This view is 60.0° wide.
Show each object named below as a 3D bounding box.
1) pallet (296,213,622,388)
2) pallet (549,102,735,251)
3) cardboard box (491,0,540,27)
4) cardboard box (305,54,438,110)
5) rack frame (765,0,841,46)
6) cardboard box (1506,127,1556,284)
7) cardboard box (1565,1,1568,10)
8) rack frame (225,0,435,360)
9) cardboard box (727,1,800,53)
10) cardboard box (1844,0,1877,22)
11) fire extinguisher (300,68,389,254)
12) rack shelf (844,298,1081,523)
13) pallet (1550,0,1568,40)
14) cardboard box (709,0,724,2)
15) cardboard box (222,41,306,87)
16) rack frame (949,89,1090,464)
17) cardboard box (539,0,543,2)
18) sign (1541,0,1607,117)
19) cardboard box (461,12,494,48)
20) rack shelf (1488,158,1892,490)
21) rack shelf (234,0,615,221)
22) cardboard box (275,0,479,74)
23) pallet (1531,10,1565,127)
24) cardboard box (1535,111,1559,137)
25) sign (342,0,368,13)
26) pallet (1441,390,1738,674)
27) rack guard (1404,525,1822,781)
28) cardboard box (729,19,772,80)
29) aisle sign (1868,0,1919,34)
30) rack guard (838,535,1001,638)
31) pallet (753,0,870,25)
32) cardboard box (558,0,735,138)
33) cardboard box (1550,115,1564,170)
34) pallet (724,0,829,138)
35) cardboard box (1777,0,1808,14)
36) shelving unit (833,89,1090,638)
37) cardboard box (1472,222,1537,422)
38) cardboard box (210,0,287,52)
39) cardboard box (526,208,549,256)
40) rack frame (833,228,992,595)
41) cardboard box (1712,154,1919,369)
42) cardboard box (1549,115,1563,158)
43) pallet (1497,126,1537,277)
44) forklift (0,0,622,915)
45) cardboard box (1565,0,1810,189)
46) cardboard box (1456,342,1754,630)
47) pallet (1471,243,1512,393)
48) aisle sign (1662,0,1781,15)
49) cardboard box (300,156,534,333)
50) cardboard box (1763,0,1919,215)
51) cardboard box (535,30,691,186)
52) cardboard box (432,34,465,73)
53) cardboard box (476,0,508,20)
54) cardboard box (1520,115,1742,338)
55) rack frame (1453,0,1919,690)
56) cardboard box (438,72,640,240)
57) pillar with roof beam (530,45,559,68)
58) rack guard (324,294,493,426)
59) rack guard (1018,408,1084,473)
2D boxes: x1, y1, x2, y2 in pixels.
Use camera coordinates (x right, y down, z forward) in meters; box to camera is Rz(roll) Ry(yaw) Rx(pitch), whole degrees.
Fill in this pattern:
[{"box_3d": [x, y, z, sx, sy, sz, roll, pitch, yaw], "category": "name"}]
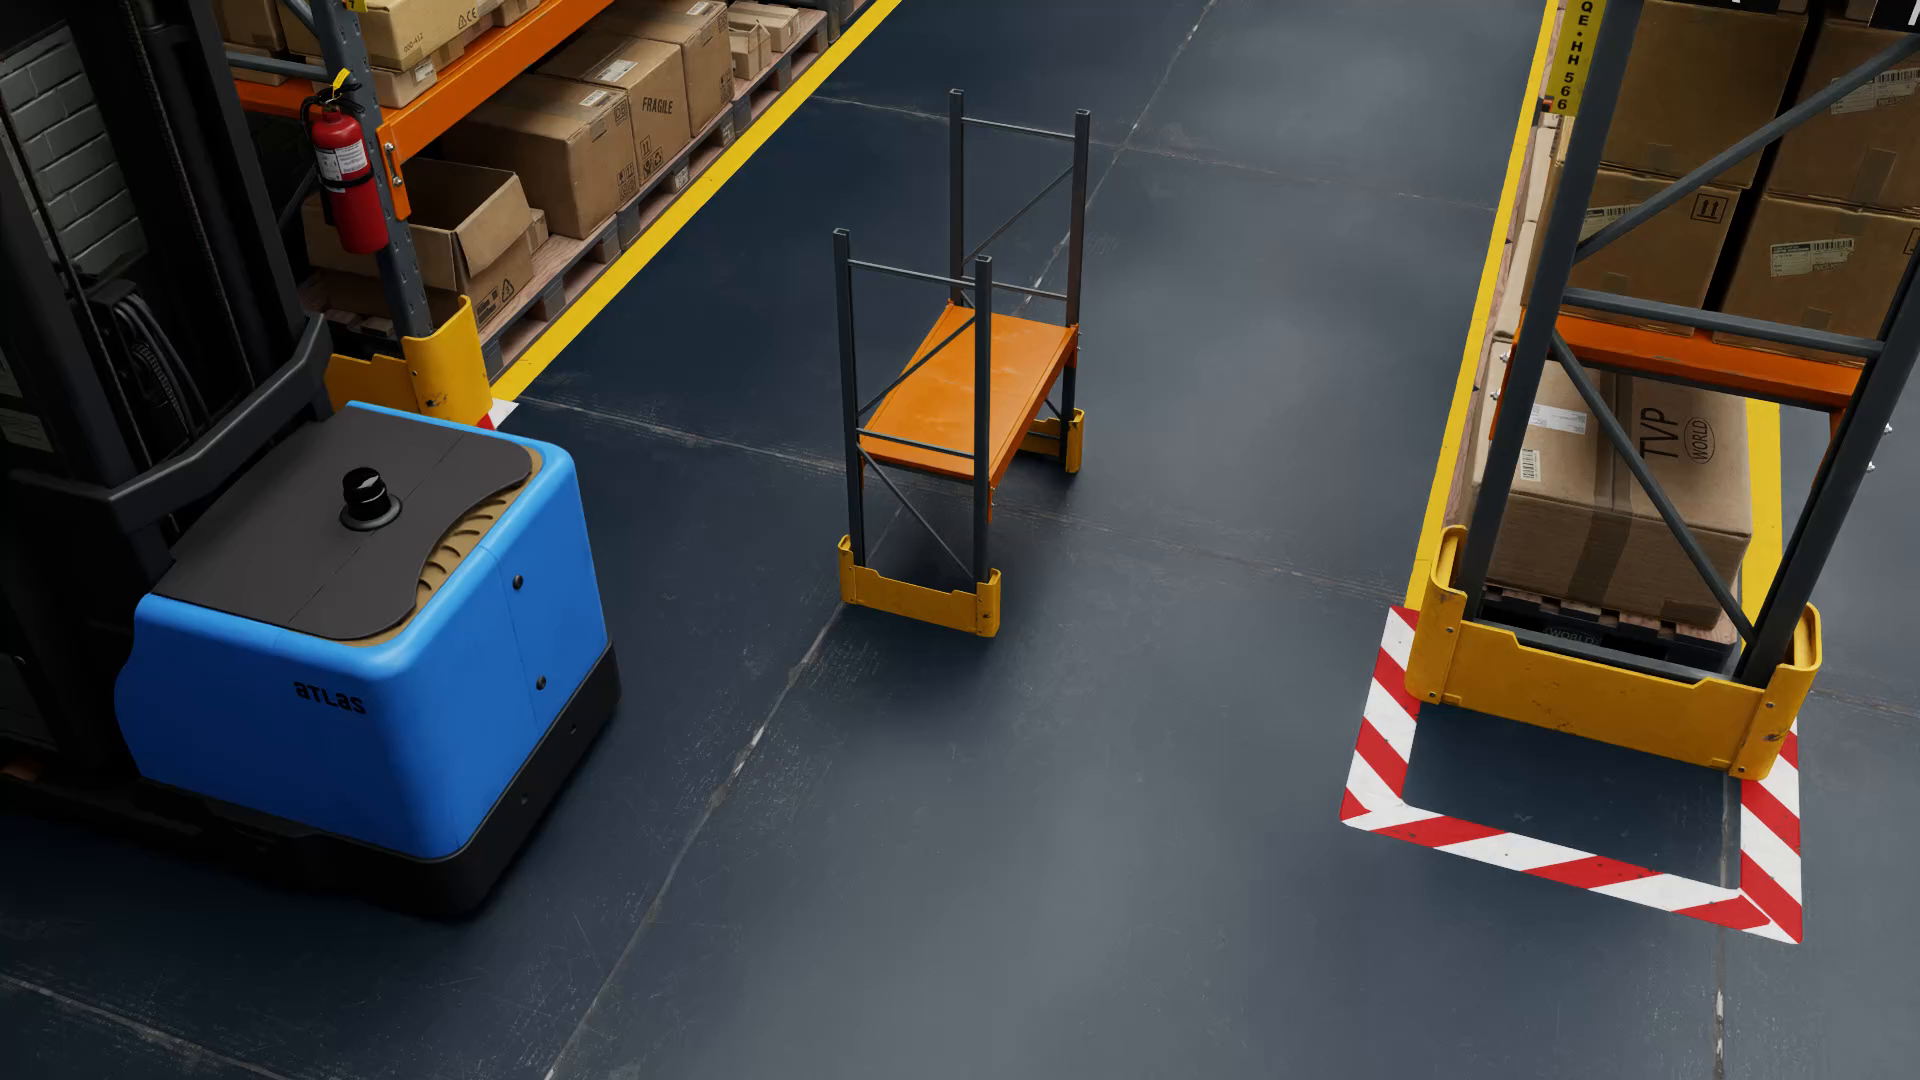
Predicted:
[{"box_3d": [-2.257, -1.175, 7.464, 1.003, 0.211, 1.213, 13, 42, 15], "category": "pallet"}, {"box_3d": [-1.838, -1.916, 8.334, 1.003, 0.211, 1.213, 13, 42, 15], "category": "pallet"}, {"box_3d": [-1.940, -2.221, 6.736, 0.380, 0.149, 0.250, 15, 43, 16], "category": "cardboard box"}, {"box_3d": [-2.184, -1.747, 6.180, 0.380, 0.149, 0.250, 13, 42, 15], "category": "cardboard box"}, {"box_3d": [-1.187, -4.143, 8.794, 1.000, 3.000, 0.127, 13, 42, 15], "category": "rack frame"}, {"box_3d": [2.858, -1.323, 7.140, 0.875, 0.438, 0.875, 12, 42, 14], "category": "cardboard box"}, {"box_3d": [3.917, -3.343, 9.171, 0.875, 0.875, 0.875, 14, 43, 16], "category": "cardboard box"}, {"box_3d": [-2.555, -1.703, 5.935, 1.000, 3.000, 0.127, 13, 42, 15], "category": "rack frame"}, {"box_3d": [-1.101, -2.813, 9.109, 0.380, 0.149, 0.250, 12, 42, 14], "category": "cardboard box"}, {"box_3d": [2.493, -1.424, 4.260, 0.380, 0.149, 0.250, 14, 42, 16], "category": "cardboard box"}, {"box_3d": [-2.171, -1.339, 5.856, 0.296, 0.674, 0.183, 13, 42, 15], "category": "fire extinguisher"}, {"box_3d": [0.029, -0.486, 5.941, 0.538, 0.185, 1.000, 13, 42, 15], "category": "rack shelf"}, {"box_3d": [4.087, -3.216, 9.857, 1.003, 0.211, 1.213, 13, 42, 15], "category": "pallet"}, {"box_3d": [-1.635, -2.929, 9.120, 0.500, 0.311, 0.500, 15, 43, 17], "category": "cardboard box"}, {"box_3d": [-2.694, -1.869, 6.323, 0.380, 0.149, 0.250, 13, 42, 15], "category": "cardboard box"}, {"box_3d": [0.203, -0.933, 6.188, 0.500, 1.500, 0.032, 13, 42, 15], "category": "rack frame"}, {"box_3d": [-1.854, -2.384, 6.927, 0.380, 0.149, 0.250, 14, 42, 16], "category": "cardboard box"}, {"box_3d": [1.606, -1.263, 4.345, 0.100, 0.325, 0.005, 13, 42, 15], "category": "sign"}, {"box_3d": [-2.084, -2.080, 6.571, 0.380, 0.149, 0.250, 13, 42, 15], "category": "cardboard box"}, {"box_3d": [2.795, -1.550, 6.309, 1.077, 0.370, 4.000, 13, 42, 15], "category": "rack shelf"}, {"box_3d": [-1.871, -2.649, 7.598, 1.077, 0.370, 4.000, 13, 42, 15], "category": "rack shelf"}, {"box_3d": [-2.146, -1.976, 6.141, 0.500, 0.250, 0.500, 14, 42, 15], "category": "cardboard box"}, {"box_3d": [3.672, -2.470, 8.982, 1.003, 0.211, 1.213, 13, 42, 15], "category": "pallet"}, {"box_3d": [3.163, -1.869, 7.780, 0.875, 0.438, 0.875, 13, 42, 14], "category": "cardboard box"}, {"box_3d": [-2.045, -1.912, 5.513, 0.100, 0.325, 0.005, 13, 42, 15], "category": "sign"}, {"box_3d": [2.311, -0.048, 6.143, 1.003, 0.211, 1.213, 13, 42, 15], "category": "pallet"}, {"box_3d": [2.103, 0.362, 5.440, 1.175, 0.500, 0.348, 13, 42, 15], "category": "rack guard"}, {"box_3d": [-1.223, -2.639, 8.816, 0.396, 0.266, 0.258, 15, 43, 17], "category": "cardboard box"}, {"box_3d": [2.359, -1.484, 3.676, 0.394, 0.787, 0.004, 13, 42, 15], "category": "aisle sign"}, {"box_3d": [-0.144, 0.162, 5.867, 0.587, 0.250, 0.087, 13, 42, 15], "category": "rack guard"}, {"box_3d": [-0.944, -3.586, 10.291, 1.003, 0.211, 1.213, 13, 42, 15], "category": "pallet"}, {"box_3d": [-1.573, -2.410, 8.366, 0.700, 0.500, 0.500, 12, 42, 13], "category": "cardboard box"}, {"box_3d": [2.213, -1.297, 5.382, 0.500, 0.500, 0.500, 12, 42, 14], "category": "cardboard box"}, {"box_3d": [-1.423, -2.663, 9.209, 1.003, 0.211, 1.213, 13, 42, 15], "category": "pallet"}, {"box_3d": [2.046, -1.532, 4.387, 0.380, 0.149, 0.250, 14, 42, 16], "category": "cardboard box"}, {"box_3d": [0.026, -0.617, 5.818, 0.587, 1.500, 1.083, 13, 42, 15], "category": "shelving unit"}, {"box_3d": [2.548, -0.773, 6.496, 0.875, 0.438, 0.875, 14, 43, 16], "category": "cardboard box"}, {"box_3d": [-2.647, -2.098, 6.285, 0.500, 0.250, 0.500, 14, 43, 16], "category": "cardboard box"}, {"box_3d": [-2.075, -1.381, 7.430, 0.380, 0.149, 0.250, 12, 42, 13], "category": "cardboard box"}, {"box_3d": [-0.145, -0.313, 5.461, 0.500, 1.500, 0.032, 13, 42, 15], "category": "rack frame"}, {"box_3d": [2.545, -0.871, 4.882, 0.500, 0.500, 0.500, 13, 42, 15], "category": "cardboard box"}, {"box_3d": [2.380, -1.613, 5.753, 0.500, 0.500, 0.500, 14, 43, 16], "category": "cardboard box"}, {"box_3d": [3.145, -1.536, 7.888, 1.003, 0.211, 1.213, 13, 42, 15], "category": "pallet"}, {"box_3d": [-2.701, -0.584, 4.676, 3.031, 2.935, 1.130, 12, 42, 14], "category": "forklift"}, {"box_3d": [2.052, -1.369, 4.696, 0.500, 0.500, 0.500, 15, 43, 16], "category": "cardboard box"}, {"box_3d": [2.243, -0.213, 5.839, 0.875, 0.438, 0.875, 12, 42, 14], "category": "cardboard box"}, {"box_3d": [2.730, -0.789, 7.012, 1.003, 0.211, 1.213, 13, 42, 15], "category": "pallet"}, {"box_3d": [1.795, -1.617, 3.832, 0.394, 0.787, 0.004, 13, 42, 15], "category": "aisle sign"}, {"box_3d": [-2.257, -1.265, 7.021, 0.797, 0.503, 0.637, 12, 42, 13], "category": "cardboard box"}, {"box_3d": [2.543, -1.251, 4.558, 0.500, 0.500, 0.500, 12, 42, 14], "category": "cardboard box"}, {"box_3d": [-1.653, -2.077, 7.975, 0.500, 0.500, 0.500, 14, 42, 16], "category": "cardboard box"}, {"box_3d": [-2.141, -1.912, 6.374, 0.380, 0.149, 0.250, 14, 43, 16], "category": "cardboard box"}, {"box_3d": [-1.974, -2.283, 6.502, 0.500, 0.250, 0.500, 14, 42, 16], "category": "cardboard box"}, {"box_3d": [2.027, -0.994, 5.027, 0.500, 0.500, 0.500, 14, 42, 15], "category": "cardboard box"}, {"box_3d": [2.111, -0.603, 4.646, 1.000, 3.000, 0.127, 13, 42, 15], "category": "rack frame"}, {"box_3d": [-1.928, -1.776, 7.623, 0.700, 0.500, 0.500, 15, 43, 17], "category": "cardboard box"}, {"box_3d": [1.773, -5.245, 5.464, 9.100, 9.000, 0.400, 13, 42, 15], "category": "pillar with roof beam"}, {"box_3d": [-2.529, -0.798, 6.800, 1.175, 0.500, 0.348, 13, 42, 15], "category": "rack guard"}, {"box_3d": [0.196, -0.445, 6.579, 0.587, 0.250, 0.087, 13, 42, 15], "category": "rack guard"}]
